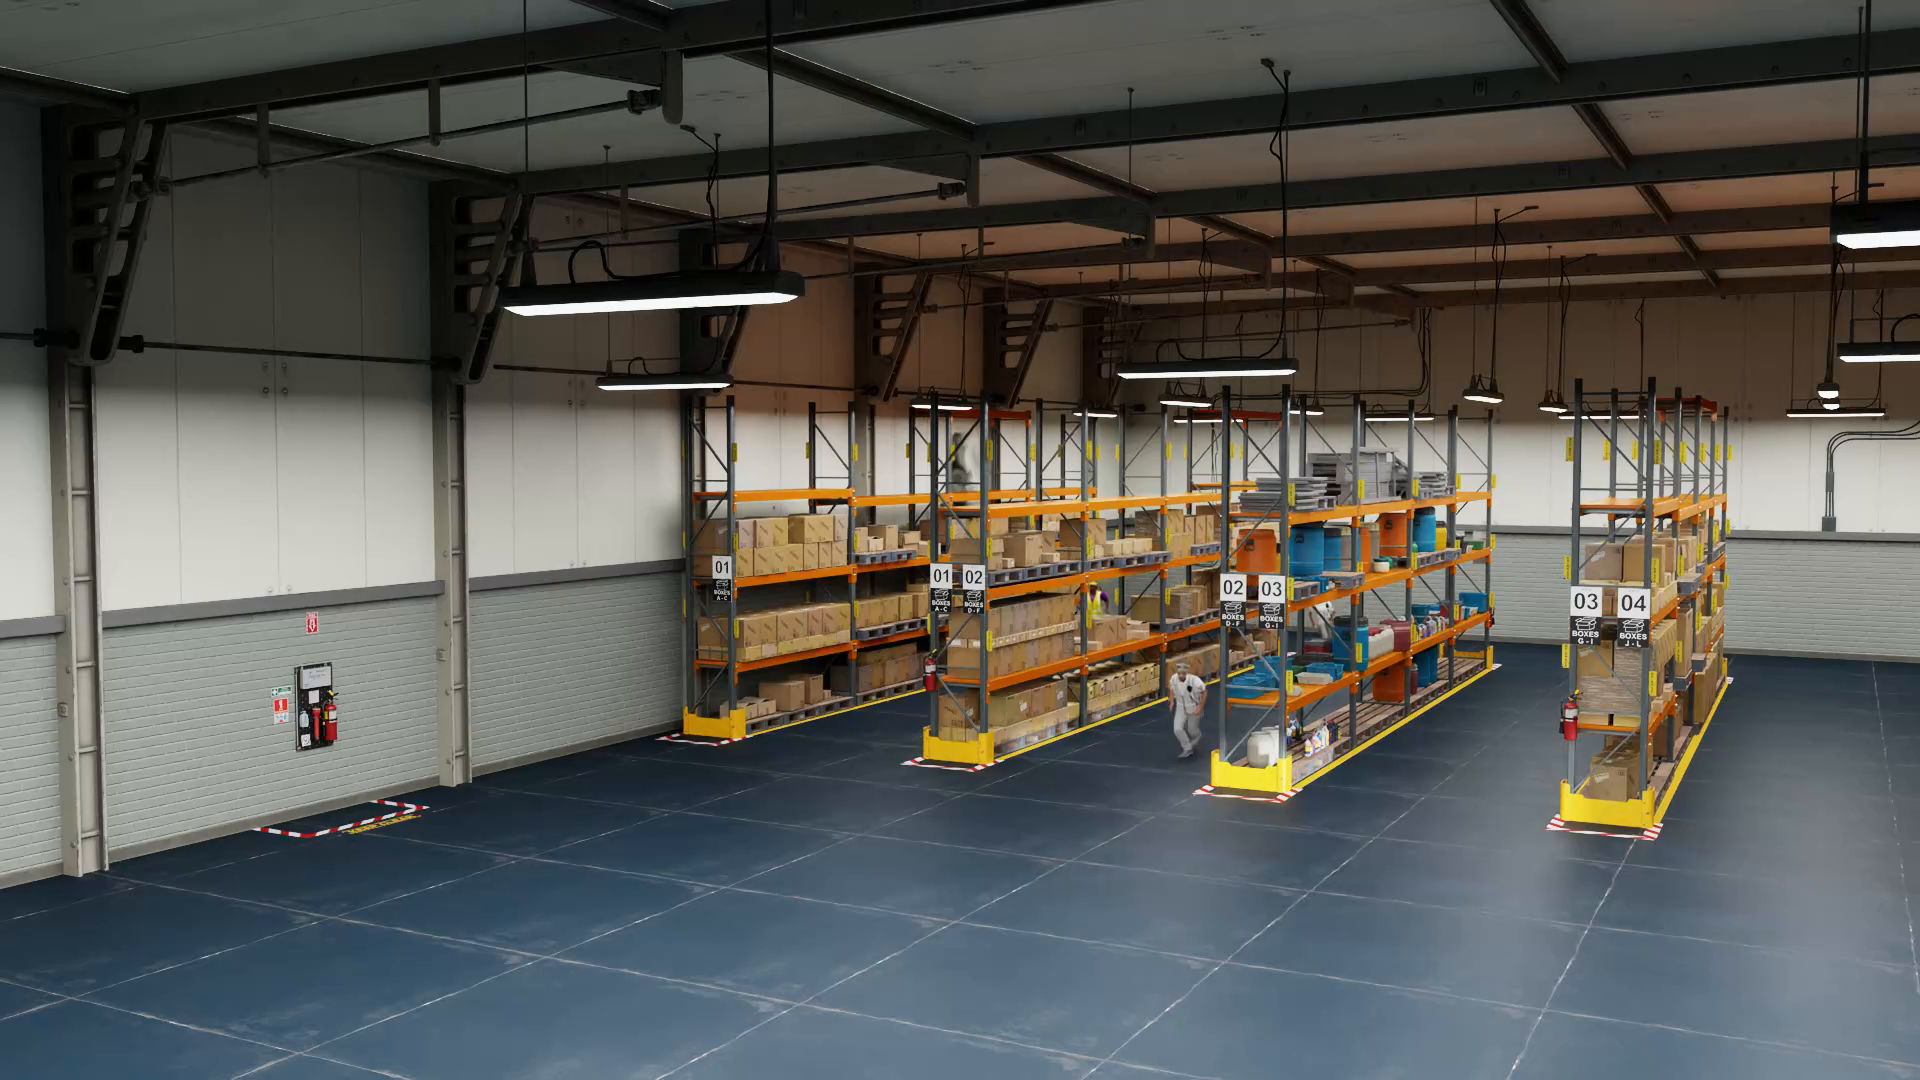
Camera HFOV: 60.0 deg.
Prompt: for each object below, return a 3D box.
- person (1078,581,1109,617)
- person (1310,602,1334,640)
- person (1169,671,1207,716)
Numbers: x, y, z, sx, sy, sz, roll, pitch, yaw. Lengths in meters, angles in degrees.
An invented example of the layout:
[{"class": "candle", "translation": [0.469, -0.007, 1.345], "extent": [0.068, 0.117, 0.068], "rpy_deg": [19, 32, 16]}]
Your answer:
[{"class": "person", "translation": [3.071, 1.758, 38.483], "extent": [0.677, 1.688, 0.837], "rpy_deg": [1, 3, 15]}, {"class": "person", "translation": [8.810, 2.126, 40.414], "extent": [0.621, 1.367, 0.640], "rpy_deg": [0, 3, 3]}, {"class": "person", "translation": [3.704, 2.457, 27.241], "extent": [0.670, 0.868, 0.573], "rpy_deg": [2, 3, 27]}]
